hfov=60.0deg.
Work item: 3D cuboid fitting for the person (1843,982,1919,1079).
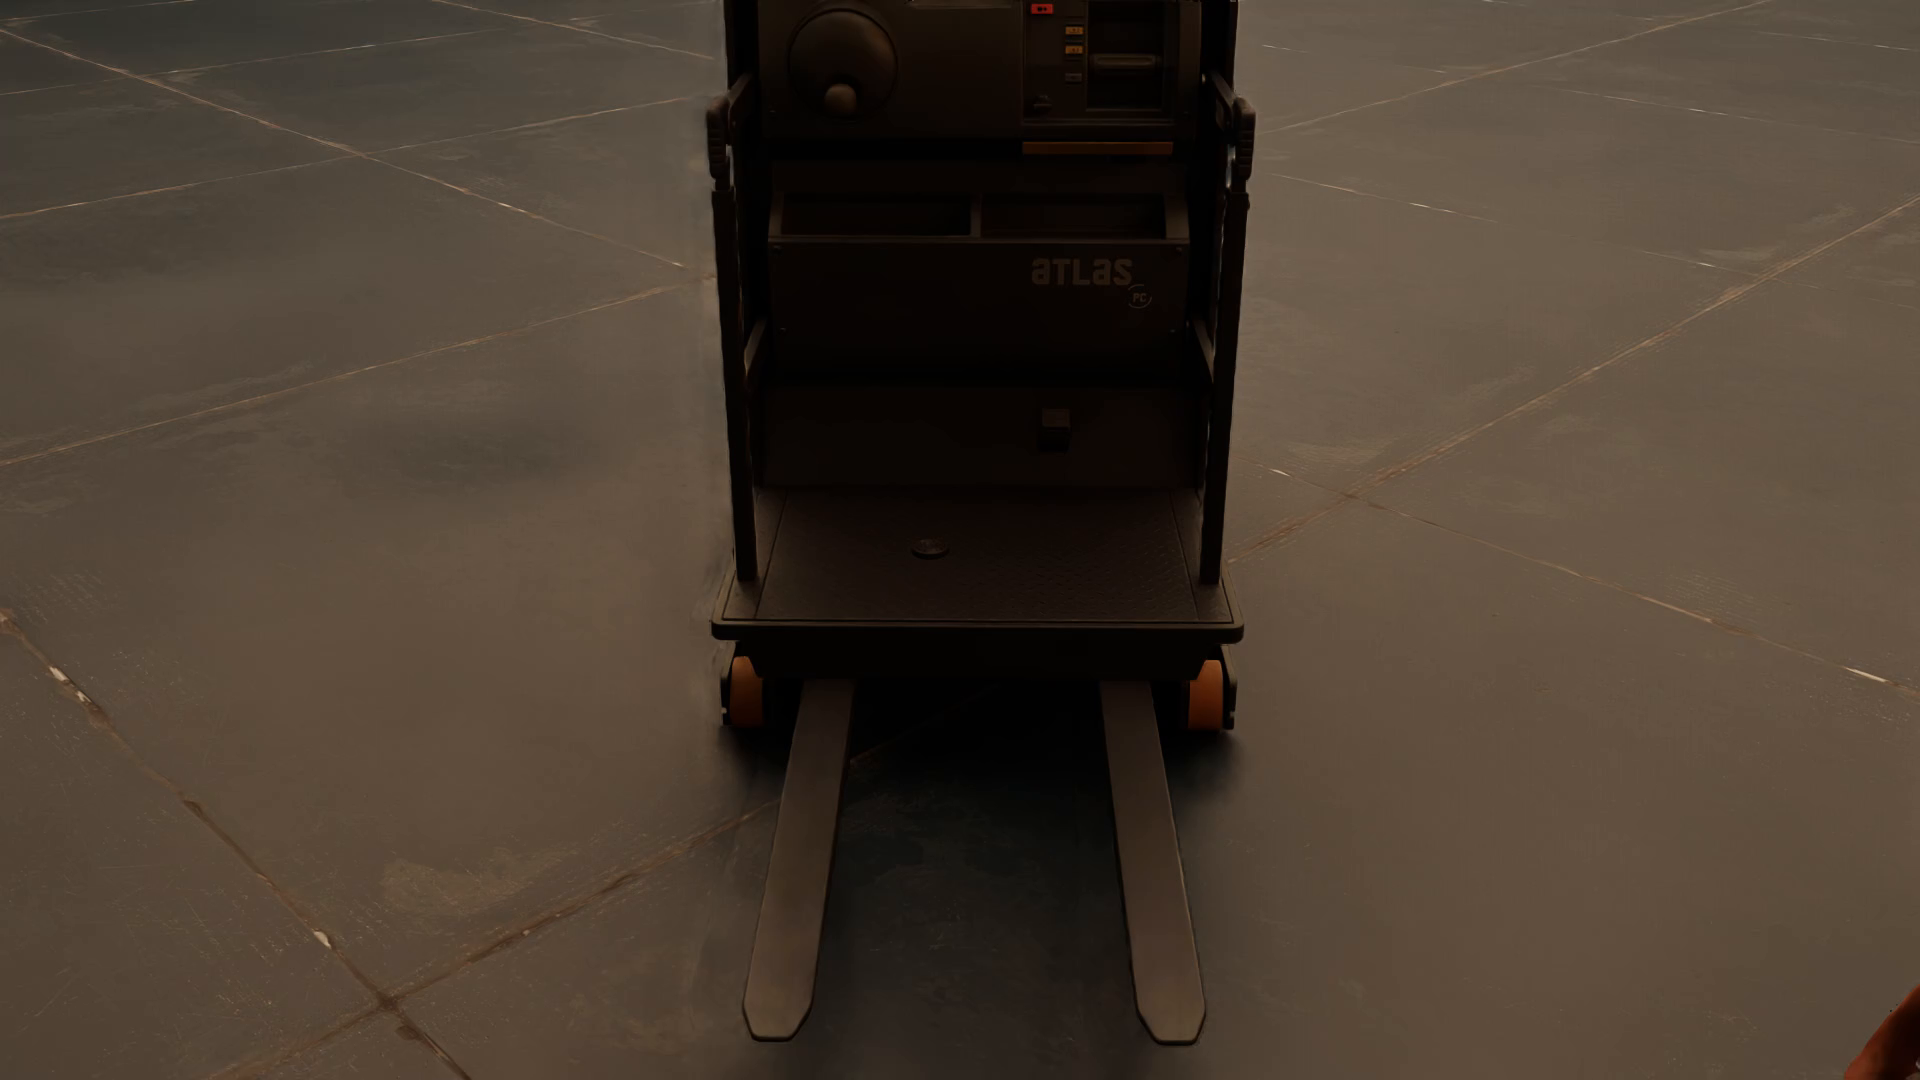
[{"bbox_3d":[0.820,0.617,1.434,0.449,1.643,0.634,6,27,13],"label":"person"}]

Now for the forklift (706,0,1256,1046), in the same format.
[{"bbox_3d":[0.040,-1.029,3.312,1.130,2.935,3.031,0,26,1],"label":"forklift"}]
